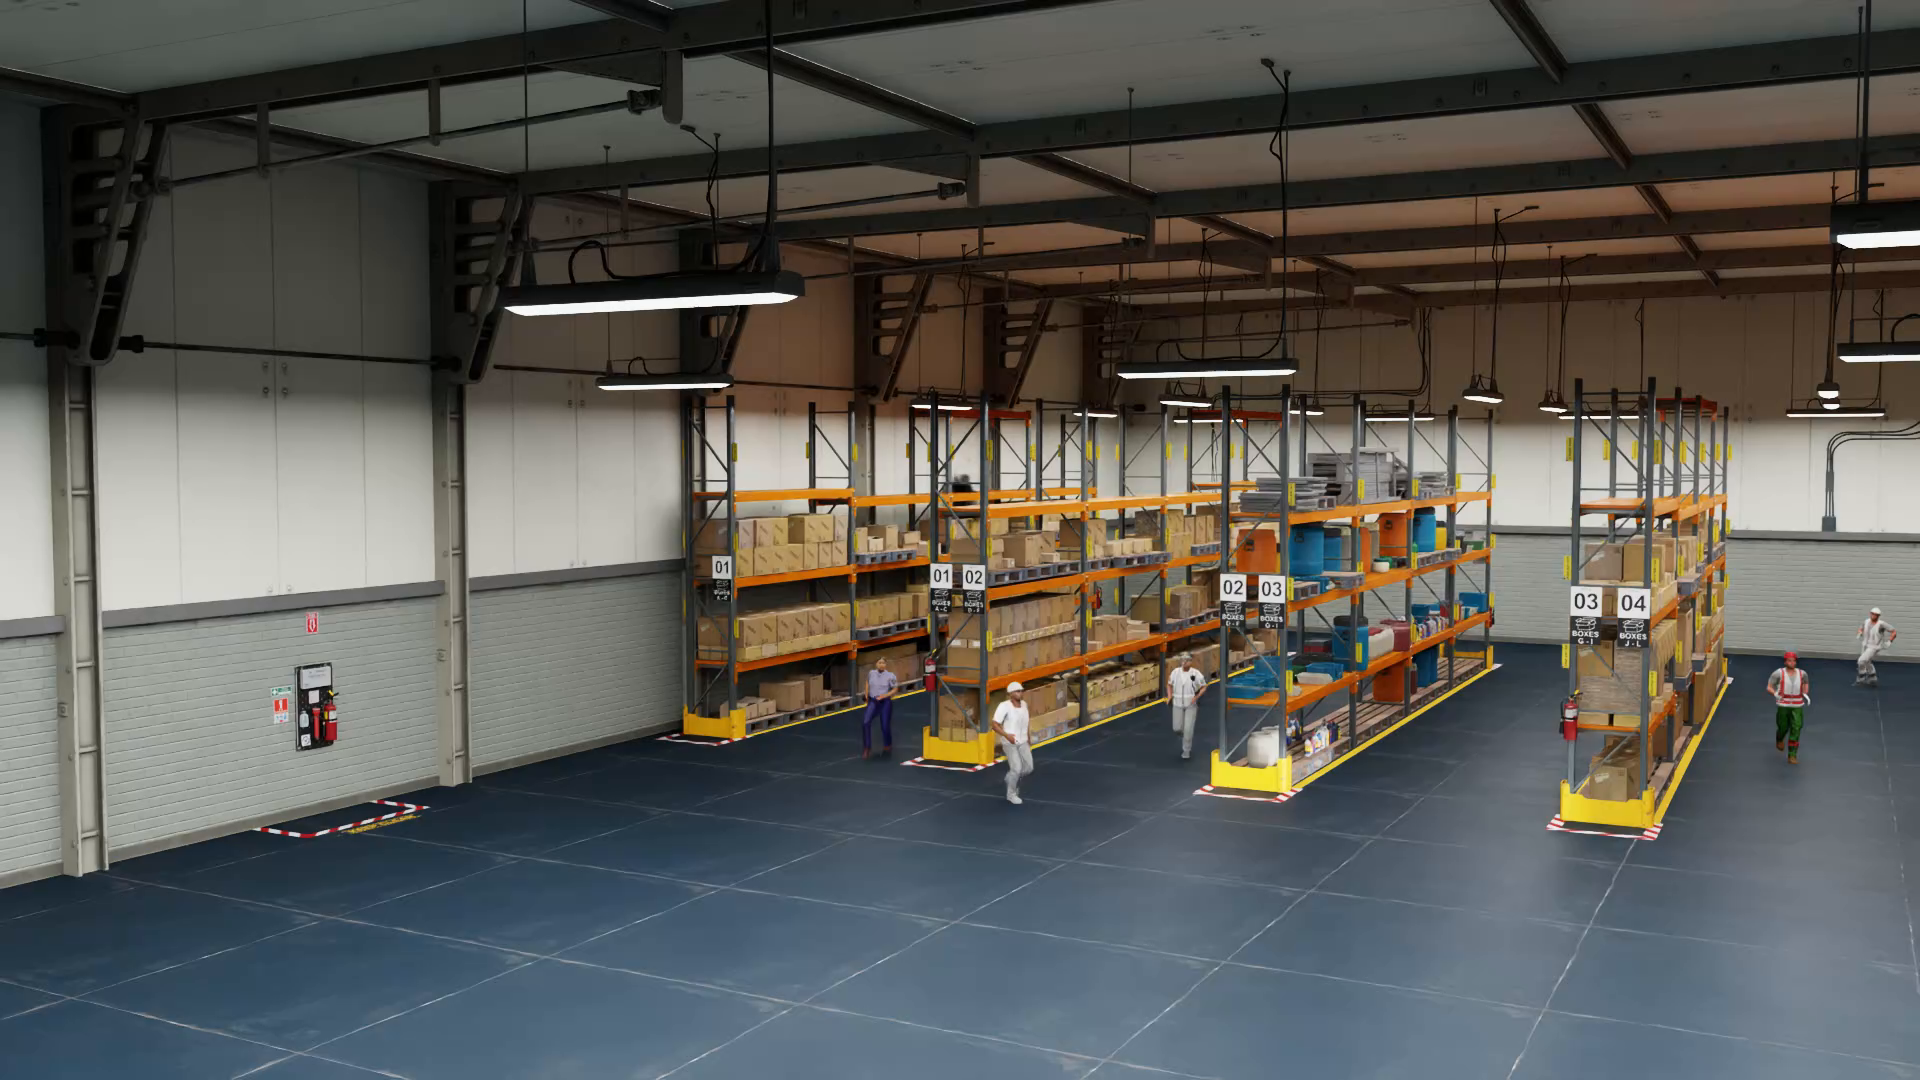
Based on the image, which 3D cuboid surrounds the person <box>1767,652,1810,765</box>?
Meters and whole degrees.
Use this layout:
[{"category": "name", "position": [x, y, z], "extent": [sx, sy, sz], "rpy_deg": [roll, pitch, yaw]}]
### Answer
[{"category": "person", "position": [13.419, 2.695, 26.919], "extent": [0.657, 1.778, 0.953], "rpy_deg": [1, 3, 15]}]

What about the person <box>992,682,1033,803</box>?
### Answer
[{"category": "person", "position": [0.772, 2.888, 23.785], "extent": [0.711, 1.732, 0.573], "rpy_deg": [-2, 4, -39]}]

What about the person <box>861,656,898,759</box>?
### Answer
[{"category": "person", "position": [-1.312, 2.753, 27.409], "extent": [0.609, 1.687, 0.715], "rpy_deg": [1, 3, 13]}]

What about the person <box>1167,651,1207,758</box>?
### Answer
[{"category": "person", "position": [3.726, 2.697, 27.412], "extent": [0.670, 1.742, 0.599], "rpy_deg": [1, 3, 18]}]

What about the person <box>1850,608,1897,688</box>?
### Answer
[{"category": "person", "position": [19.384, 2.297, 35.315], "extent": [0.756, 1.754, 0.783], "rpy_deg": [-1, 3, -18]}]
